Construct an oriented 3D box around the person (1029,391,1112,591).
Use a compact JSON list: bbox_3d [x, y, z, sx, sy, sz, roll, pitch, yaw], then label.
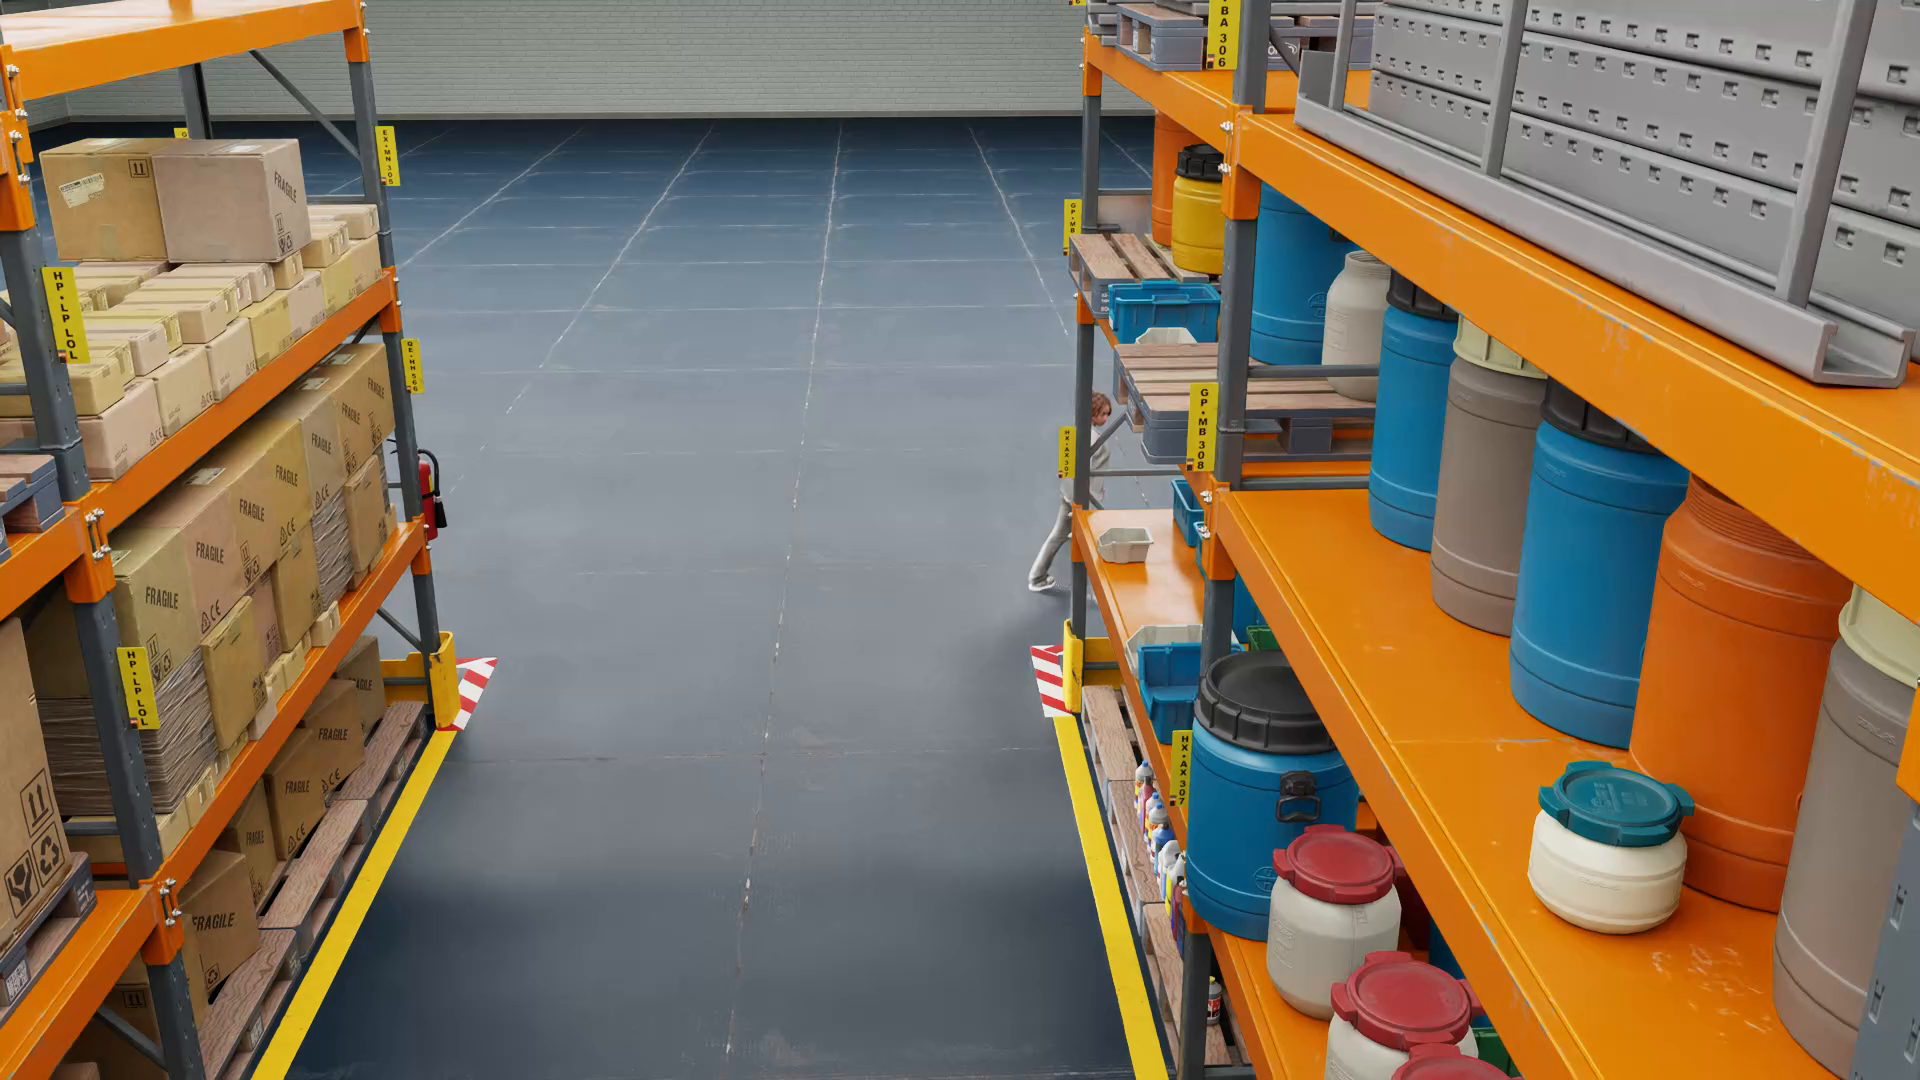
[{"bbox_3d":[0.918,-0.321,11.941,0.799,1.545,0.538,-5,21,-12],"label":"person"}]
